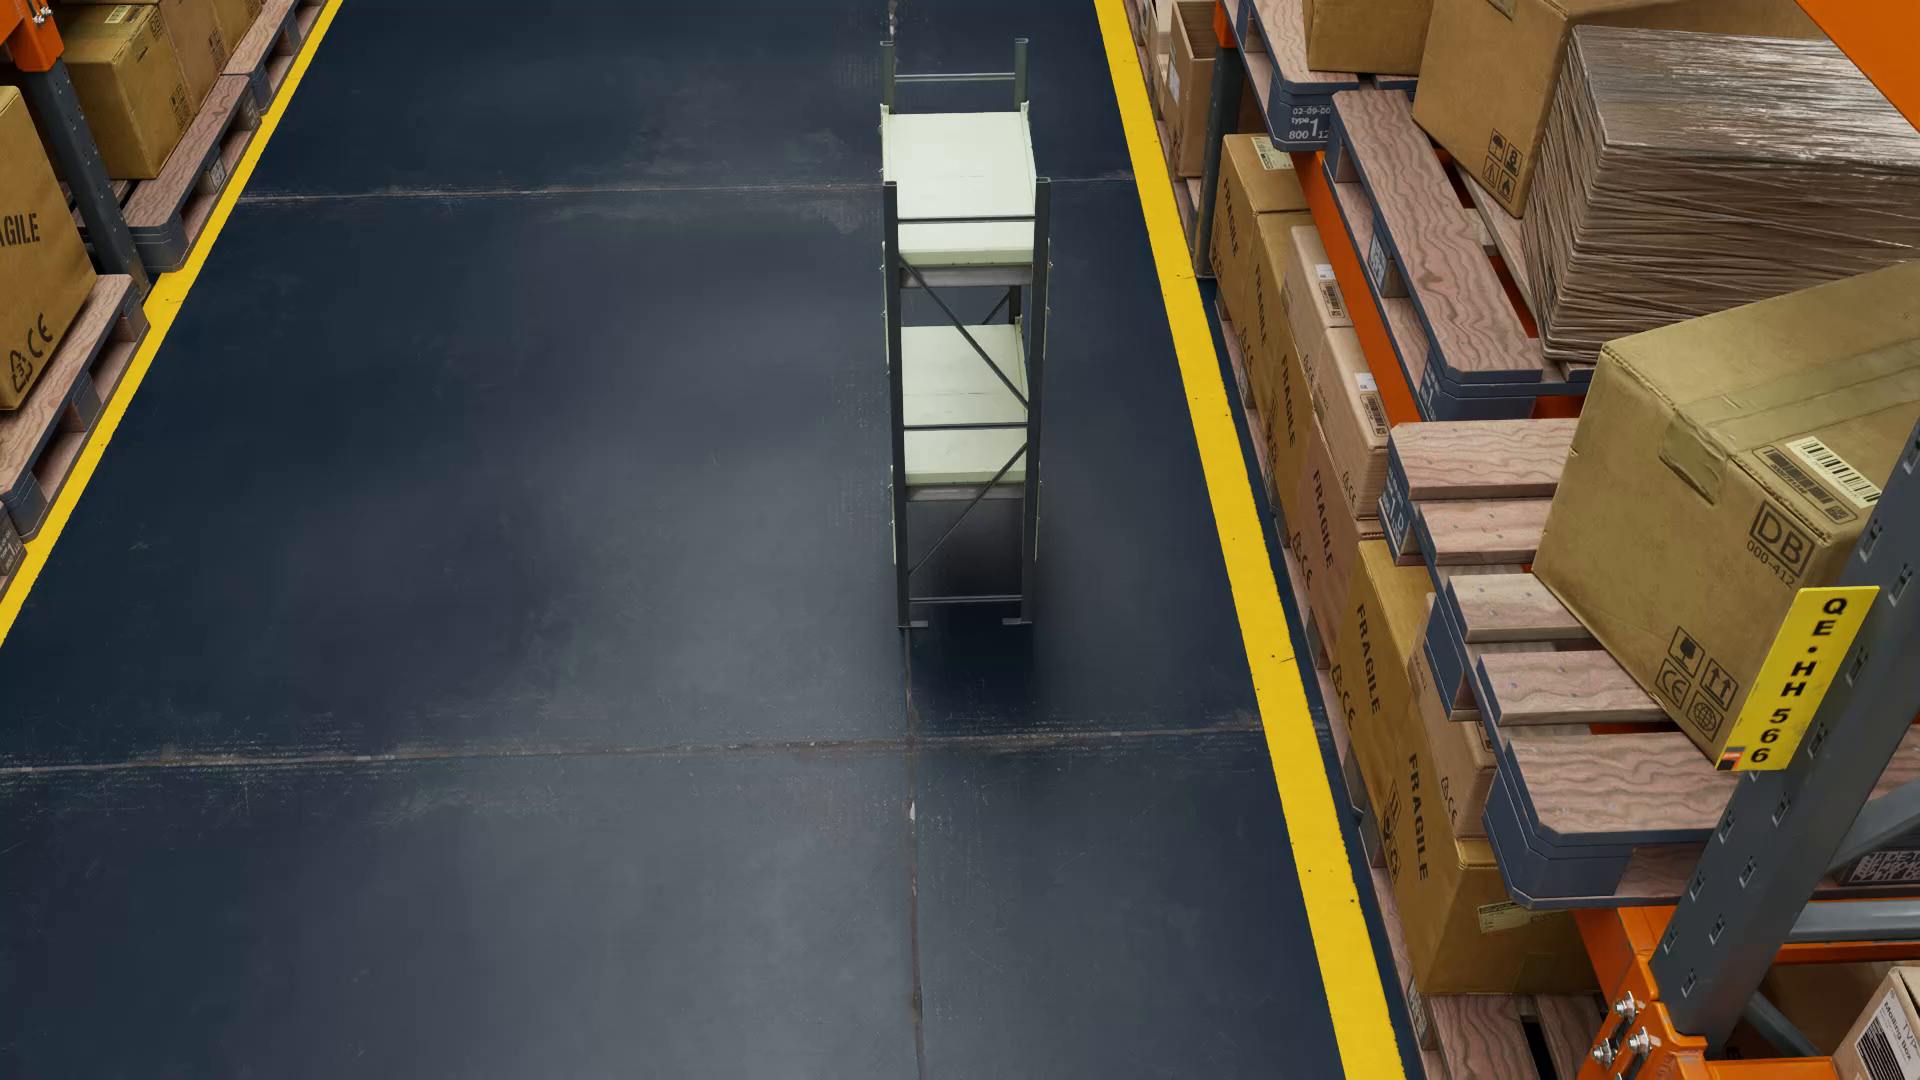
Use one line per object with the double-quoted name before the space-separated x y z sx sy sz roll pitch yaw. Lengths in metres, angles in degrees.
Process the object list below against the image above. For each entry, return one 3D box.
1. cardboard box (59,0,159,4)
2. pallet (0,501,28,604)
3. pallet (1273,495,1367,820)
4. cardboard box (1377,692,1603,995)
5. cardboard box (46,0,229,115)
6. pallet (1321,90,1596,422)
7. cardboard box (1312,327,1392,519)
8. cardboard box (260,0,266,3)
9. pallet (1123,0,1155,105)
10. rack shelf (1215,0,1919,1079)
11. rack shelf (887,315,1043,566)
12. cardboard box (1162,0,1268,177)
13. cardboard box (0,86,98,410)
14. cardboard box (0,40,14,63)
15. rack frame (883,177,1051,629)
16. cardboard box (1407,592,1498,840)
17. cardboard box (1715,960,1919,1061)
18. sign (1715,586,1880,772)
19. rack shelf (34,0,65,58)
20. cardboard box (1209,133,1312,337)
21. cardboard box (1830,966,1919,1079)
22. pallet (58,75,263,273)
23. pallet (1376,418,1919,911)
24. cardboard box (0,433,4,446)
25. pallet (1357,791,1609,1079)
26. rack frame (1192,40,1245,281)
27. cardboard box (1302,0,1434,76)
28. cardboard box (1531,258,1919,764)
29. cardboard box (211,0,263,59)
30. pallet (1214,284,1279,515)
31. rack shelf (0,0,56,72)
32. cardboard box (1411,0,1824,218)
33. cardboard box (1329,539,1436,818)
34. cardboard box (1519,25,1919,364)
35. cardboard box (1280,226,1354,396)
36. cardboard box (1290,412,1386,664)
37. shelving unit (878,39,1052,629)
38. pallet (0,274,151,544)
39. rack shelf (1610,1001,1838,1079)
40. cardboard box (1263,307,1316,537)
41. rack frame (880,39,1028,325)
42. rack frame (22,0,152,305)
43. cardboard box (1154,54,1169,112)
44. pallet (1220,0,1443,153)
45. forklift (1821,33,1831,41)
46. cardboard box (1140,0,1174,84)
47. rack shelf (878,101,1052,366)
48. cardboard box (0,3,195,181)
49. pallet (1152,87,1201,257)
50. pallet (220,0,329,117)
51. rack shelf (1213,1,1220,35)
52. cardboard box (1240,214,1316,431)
"cardboard box" -3.314 -2.221 6.512 0.380 0.149 0.250 0 43 0
"pallet" -3.390 0.368 4.692 1.003 0.211 1.213 -2 43 -2
"pallet" 1.524 0.253 4.818 1.003 0.211 1.213 -2 43 -2
"cardboard box" 1.292 0.686 3.806 0.500 0.500 0.500 0 43 0
"cardboard box" -3.500 -2.084 6.843 0.700 0.500 0.500 -2 43 -2
"pallet" 1.479 -0.690 3.925 1.003 0.211 1.213 -2 43 -2
"cardboard box" 1.238 -0.318 4.347 0.500 0.250 0.500 -2 43 -3
"cardboard box" -3.549 -2.791 7.614 0.700 0.500 0.500 -3 43 -3
"pallet" 1.313 -2.410 7.723 1.003 0.211 1.213 -2 43 -2
"rack shelf" 1.481 -0.533 4.144 1.077 0.370 4.000 -2 43 -2
"rack shelf" 0.000 -0.308 4.959 0.431 0.370 0.720 -2 43 -2
"cardboard box" 1.089 -1.766 6.481 0.500 0.500 0.500 -2 43 -2
"cardboard box" -3.395 -0.931 5.326 0.750 0.750 0.750 -1 43 -1
"cardboard box" -3.674 -1.881 6.141 0.380 0.149 0.250 -2 43 -2
"rack frame" 0.016 -0.301 4.469 0.400 1.500 0.023 -2 43 -2
"cardboard box" 1.285 0.372 3.594 0.500 0.250 0.500 0 43 0
"cardboard box" 1.833 0.996 3.468 0.500 0.500 0.500 0 43 0
"sign" 1.025 0.176 2.040 0.100 0.325 0.005 -2 43 -2
"rack shelf" -3.638 -3.089 6.932 1.077 0.370 4.000 -2 43 -2
"cardboard box" 1.174 -1.056 5.706 0.500 0.500 0.500 -3 43 -4
"cardboard box" 1.538 0.831 2.189 0.500 0.311 0.500 1 43 1
"pallet" -3.507 -1.492 6.721 1.003 0.211 1.213 -2 43 -2
"pallet" 1.467 0.167 2.990 1.213 0.211 1.003 -2 43 -2
"cardboard box" -3.354 -0.331 4.672 0.750 0.750 0.750 0 43 0
"pallet" 1.572 1.075 3.921 1.003 0.211 1.213 -2 43 -2
"rack frame" 1.396 -2.149 5.374 1.000 3.000 0.127 -2 43 -2
"cardboard box" 1.286 -1.552 4.338 0.700 0.500 0.500 5 43 5
"cardboard box" 1.427 -0.062 2.713 0.700 0.500 0.500 -15 45 -16
"cardboard box" -3.520 -2.431 7.221 0.700 0.500 0.500 -1 43 -1
"pallet" 1.469 -0.573 5.719 1.003 0.211 1.213 -2 43 -2
"rack shelf" -3.468 -0.389 3.986 1.077 0.370 4.000 -2 43 -2
"cardboard box" 1.533 -1.149 3.899 0.700 0.500 0.500 -12 44 -13
"cardboard box" 1.270 0.337 4.187 0.500 0.500 0.500 -3 43 -3
"cardboard box" 1.579 -0.685 3.392 0.700 0.500 0.500 6 43 6
"cardboard box" 1.216 -0.657 4.716 0.500 0.250 0.500 -2 43 -2
"cardboard box" 1.242 -0.017 4.573 0.500 0.500 0.500 -3 43 -3
"shelving unit" 0.000 -0.548 4.738 0.431 1.500 0.755 -2 43 -2
"pallet" -3.445 -0.457 5.593 1.003 0.211 1.213 -2 43 -2
"rack shelf" 1.651 2.167 1.198 1.077 0.370 4.000 -2 43 -2
"cardboard box" 1.221 -0.358 4.945 0.500 0.500 0.500 -1 43 -1
"rack frame" -0.015 -0.795 5.008 0.400 1.500 0.023 -2 43 -2
"rack frame" -3.553 -2.004 5.216 1.000 3.000 0.127 -2 43 -2
"cardboard box" 1.013 -1.888 6.874 0.380 0.149 0.250 -2 43 -2
"pallet" 1.321 -1.535 4.847 1.003 0.211 1.213 -2 43 -2
"forklift" 3.058 -1.129 4.313 1.130 2.935 3.031 -1 43 -1
"cardboard box" 1.057 -2.202 7.097 0.500 0.311 0.500 -2 43 -2
"rack shelf" 0.000 -0.836 4.475 0.431 0.370 0.720 -2 43 -2
"cardboard box" -3.482 -1.745 6.473 0.700 0.500 0.500 -1 43 -1
"pallet" 1.368 -1.584 6.822 1.003 0.211 1.213 -2 43 -2
"pallet" -3.562 -2.317 7.622 1.003 0.211 1.213 -2 43 -2
"rack shelf" 1.312 -3.234 7.090 1.077 0.370 4.000 -2 43 -2
"cardboard box" 1.207 -0.696 5.314 0.500 0.500 0.500 -1 43 -1
